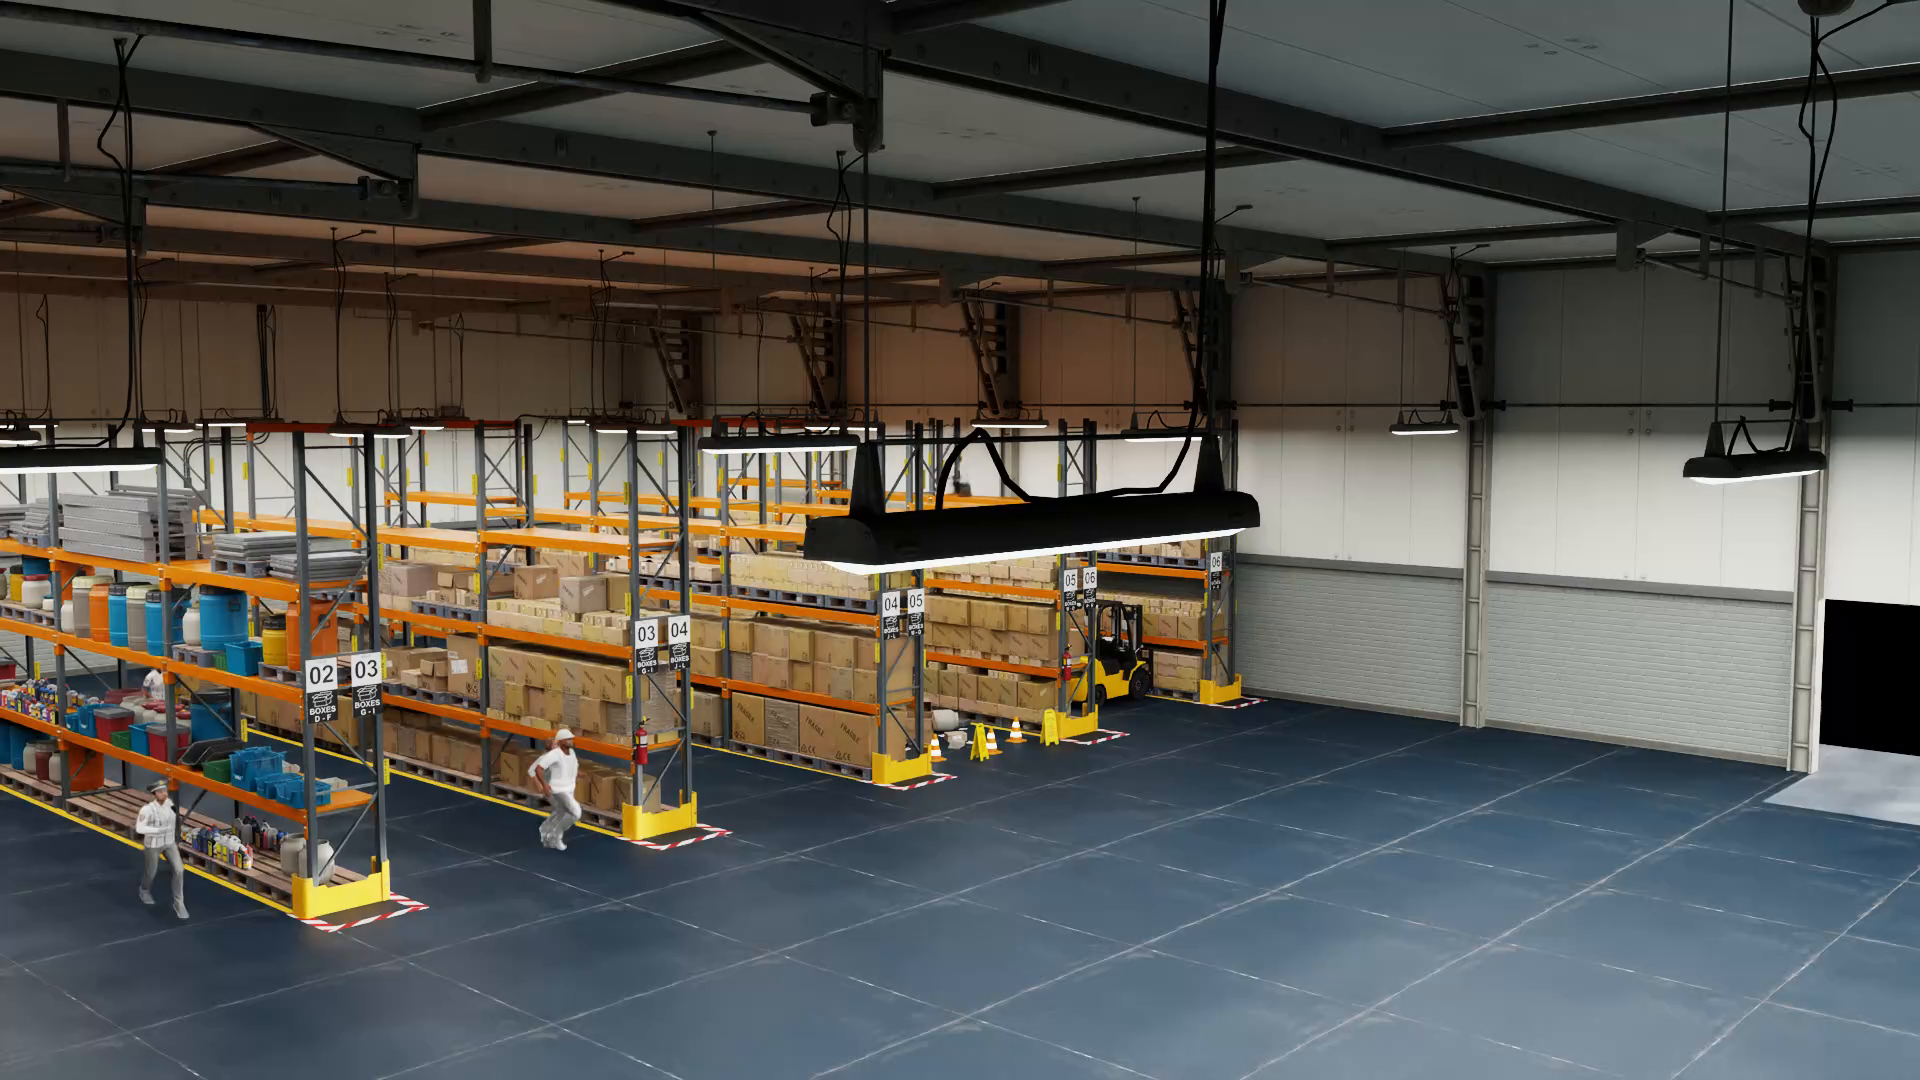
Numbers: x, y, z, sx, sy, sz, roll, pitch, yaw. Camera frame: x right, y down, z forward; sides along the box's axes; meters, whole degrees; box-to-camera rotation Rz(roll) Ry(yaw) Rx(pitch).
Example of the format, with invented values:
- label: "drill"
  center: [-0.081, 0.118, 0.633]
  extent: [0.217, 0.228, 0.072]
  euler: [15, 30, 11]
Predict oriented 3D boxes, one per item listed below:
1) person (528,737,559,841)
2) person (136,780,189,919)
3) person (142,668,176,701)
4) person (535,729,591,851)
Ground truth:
- label: "person"
  center: [-5.810, 3.596, 23.787]
  extent: [0.598, 1.560, 0.515]
  euler: [3, 5, 28]
- label: "person"
  center: [-9.955, 3.819, 20.609]
  extent: [0.914, 1.744, 0.581]
  euler: [4, 6, 39]
- label: "person"
  center: [-14.943, 2.981, 31.028]
  extent: [0.619, 1.668, 0.601]
  euler: [4, 6, 42]
- label: "person"
  center: [-5.586, 3.530, 23.510]
  extent: [0.739, 1.723, 0.671]
  euler: [1, 5, 15]
